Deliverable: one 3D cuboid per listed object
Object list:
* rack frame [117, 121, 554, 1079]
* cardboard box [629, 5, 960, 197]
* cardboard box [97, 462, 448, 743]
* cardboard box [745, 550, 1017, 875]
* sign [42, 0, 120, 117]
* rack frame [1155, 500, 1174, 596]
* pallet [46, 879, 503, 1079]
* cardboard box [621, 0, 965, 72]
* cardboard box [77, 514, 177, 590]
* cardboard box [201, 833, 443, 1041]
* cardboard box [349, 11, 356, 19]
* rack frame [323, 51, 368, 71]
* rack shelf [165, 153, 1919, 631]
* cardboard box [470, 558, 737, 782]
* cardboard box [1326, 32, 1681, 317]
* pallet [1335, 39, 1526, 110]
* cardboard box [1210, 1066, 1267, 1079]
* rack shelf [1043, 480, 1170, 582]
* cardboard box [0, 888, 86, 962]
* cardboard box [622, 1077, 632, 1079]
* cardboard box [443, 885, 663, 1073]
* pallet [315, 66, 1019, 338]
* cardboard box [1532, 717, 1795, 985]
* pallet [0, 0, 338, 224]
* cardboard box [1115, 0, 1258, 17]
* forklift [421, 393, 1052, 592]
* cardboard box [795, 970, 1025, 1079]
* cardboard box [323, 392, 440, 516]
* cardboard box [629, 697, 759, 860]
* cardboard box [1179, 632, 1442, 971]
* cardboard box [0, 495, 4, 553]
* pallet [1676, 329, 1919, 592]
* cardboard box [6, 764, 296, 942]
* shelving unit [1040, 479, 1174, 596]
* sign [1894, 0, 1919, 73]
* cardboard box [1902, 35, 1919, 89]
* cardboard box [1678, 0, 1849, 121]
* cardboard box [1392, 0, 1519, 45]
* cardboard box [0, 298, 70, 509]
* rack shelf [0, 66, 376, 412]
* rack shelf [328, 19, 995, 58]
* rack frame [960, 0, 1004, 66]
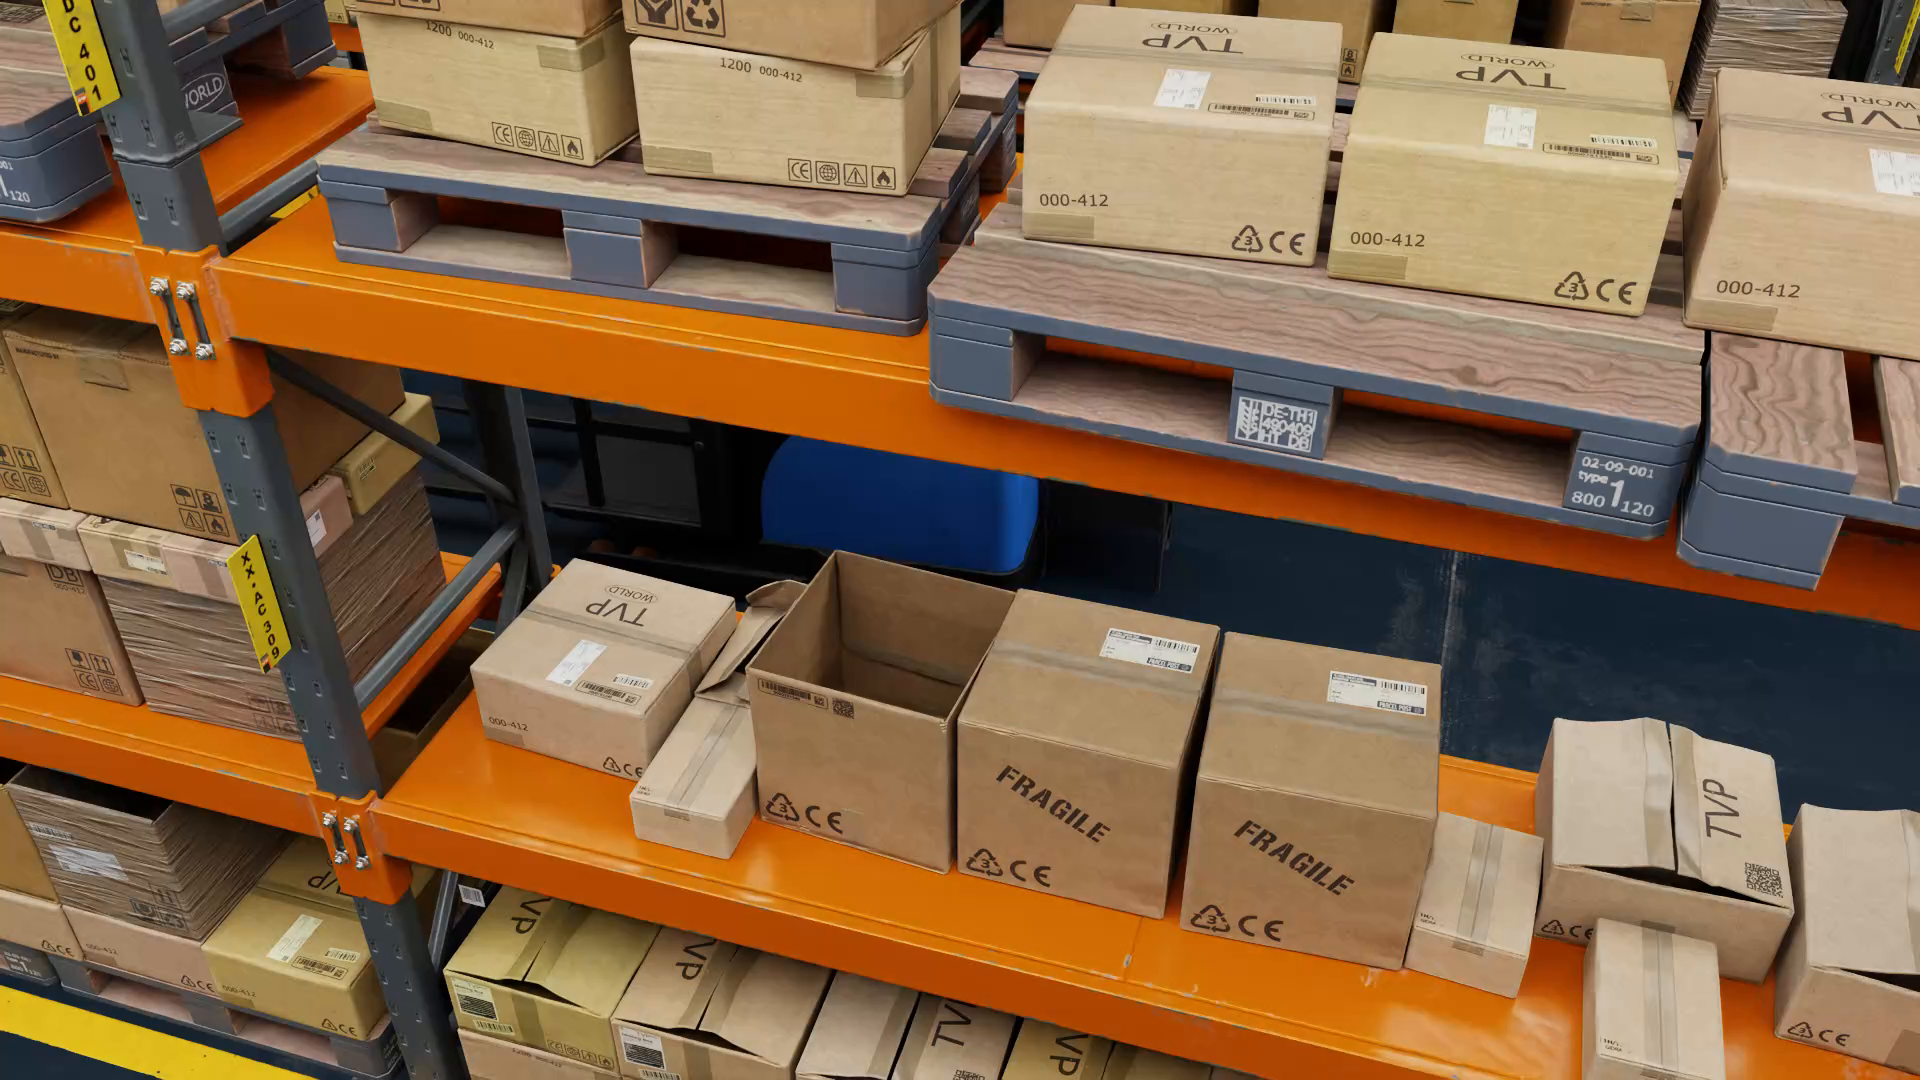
[{"bbox_3d":[-1.404,0.213,4.430,0.127,3.000,1.000,10,38,14],"label":"rack frame"},{"bbox_3d":[-0.293,-0.894,3.176,0.500,0.250,0.500,7,37,9],"label":"cardboard box"},{"bbox_3d":[-1.829,0.098,4.502,0.500,0.500,0.700,10,37,13],"label":"cardboard box"},{"bbox_3d":[-0.173,0.411,4.077,0.500,0.500,0.500,13,38,17],"label":"cardboard box"},{"bbox_3d":[-1.568,-0.921,2.937,0.005,0.325,0.100,10,38,14],"label":"sign"},{"bbox_3d":[0.864,-0.729,6.469,0.015,2.100,0.400,8,37,10],"label":"rack frame"},{"bbox_3d":[-2.150,1.172,5.480,1.213,0.211,1.003,10,38,14],"label":"pallet"},{"bbox_3d":[-0.276,-1.187,2.941,0.500,0.500,0.500,14,39,18],"label":"cardboard box"},{"bbox_3d":[-1.963,-0.060,4.170,0.250,0.149,0.380,10,37,13],"label":"cardboard box"},{"bbox_3d":[-1.912,1.193,5.064,0.500,0.250,0.500,10,38,14],"label":"cardboard box"},{"bbox_3d":[-2.877,-2.896,8.763,0.500,0.250,0.500,9,37,12],"label":"cardboard box"},{"bbox_3d":[-3.748,-3.298,9.200,0.127,3.000,1.000,10,38,14],"label":"rack frame"},{"bbox_3d":[0.505,-0.352,3.274,4.000,0.370,1.077,10,38,14],"label":"rack shelf"},{"bbox_3d":[-0.921,0.336,4.390,0.500,0.250,0.500,13,38,17],"label":"cardboard box"},{"bbox_3d":[0.916,-0.635,2.824,0.500,0.250,0.500,10,37,13],"label":"cardboard box"},{"bbox_3d":[1.986,-2.133,7.779,1.213,0.211,1.003,10,38,14],"label":"pallet"},{"bbox_3d":[0.862,1.500,4.174,0.500,0.311,0.500,10,38,14],"label":"cardboard box"},{"bbox_3d":[0.627,-0.187,6.936,0.480,0.518,0.431,8,37,10],"label":"rack shelf"},{"bbox_3d":[-2.867,1.019,5.301,0.500,0.250,0.500,10,38,14],"label":"cardboard box"},{"bbox_3d":[-0.605,1.454,4.710,0.500,0.250,0.500,11,38,15],"label":"cardboard box"},{"bbox_3d":[-1.084,1.139,4.664,0.500,0.311,0.500,11,38,14],"label":"cardboard box"},{"bbox_3d":[-0.558,-0.770,3.396,1.217,0.209,0.805,9,37,12],"label":"pallet"},{"bbox_3d":[1.618,0.688,3.860,0.500,0.311,0.500,10,38,13],"label":"cardboard box"},{"bbox_3d":[-2.226,-1.096,3.752,1.213,0.211,1.003,10,38,14],"label":"pallet"},{"bbox_3d":[1.077,-2.596,7.791,0.500,0.500,0.700,14,39,19],"label":"cardboard box"},{"bbox_3d":[-1.121,-1.284,6.523,3.031,2.935,1.130,8,37,10],"label":"forklift"},{"bbox_3d":[-0.113,1.322,4.416,0.500,0.311,0.500,9,37,12],"label":"cardboard box"},{"bbox_3d":[-1.602,-0.246,4.422,0.250,0.149,0.380,10,38,14],"label":"cardboard box"},{"bbox_3d":[-0.619,0.586,4.135,0.250,0.149,0.380,10,38,14],"label":"cardboard box"},{"bbox_3d":[0.808,0.592,3.830,0.500,0.500,0.500,9,37,11],"label":"cardboard box"},{"bbox_3d":[-2.464,-0.151,4.293,0.250,0.149,0.380,10,38,14],"label":"cardboard box"},{"bbox_3d":[1.740,-0.281,2.731,1.003,0.211,1.213,12,38,16],"label":"pallet"},{"bbox_3d":[-2.385,0.796,4.971,0.500,0.500,0.500,10,38,14],"label":"cardboard box"},{"bbox_3d":[0.627,-0.761,6.513,0.503,2.100,0.431,8,37,10],"label":"shelving unit"},{"bbox_3d":[3.735,-2.009,6.539,0.005,0.325,0.100,10,38,14],"label":"sign"},{"bbox_3d":[4.417,-2.117,7.244,0.500,0.500,0.500,11,38,14],"label":"cardboard box"},{"bbox_3d":[3.436,-2.178,7.224,0.500,0.500,0.700,6,37,8],"label":"cardboard box"},{"bbox_3d":[2.240,-2.386,7.506,0.500,0.500,0.700,10,38,14],"label":"cardboard box"},{"bbox_3d":[-2.312,-0.513,4.238,0.500,0.500,0.700,10,38,14],"label":"cardboard box"},{"bbox_3d":[-3.313,-1.059,4.235,4.000,0.370,1.077,10,38,14],"label":"rack shelf"},{"bbox_3d":[-1.839,-2.654,8.933,4.000,0.370,1.077,10,38,14],"label":"rack shelf"},{"bbox_3d":[0.070,-2.591,8.239,0.127,3.000,1.000,10,38,14],"label":"rack frame"}]
